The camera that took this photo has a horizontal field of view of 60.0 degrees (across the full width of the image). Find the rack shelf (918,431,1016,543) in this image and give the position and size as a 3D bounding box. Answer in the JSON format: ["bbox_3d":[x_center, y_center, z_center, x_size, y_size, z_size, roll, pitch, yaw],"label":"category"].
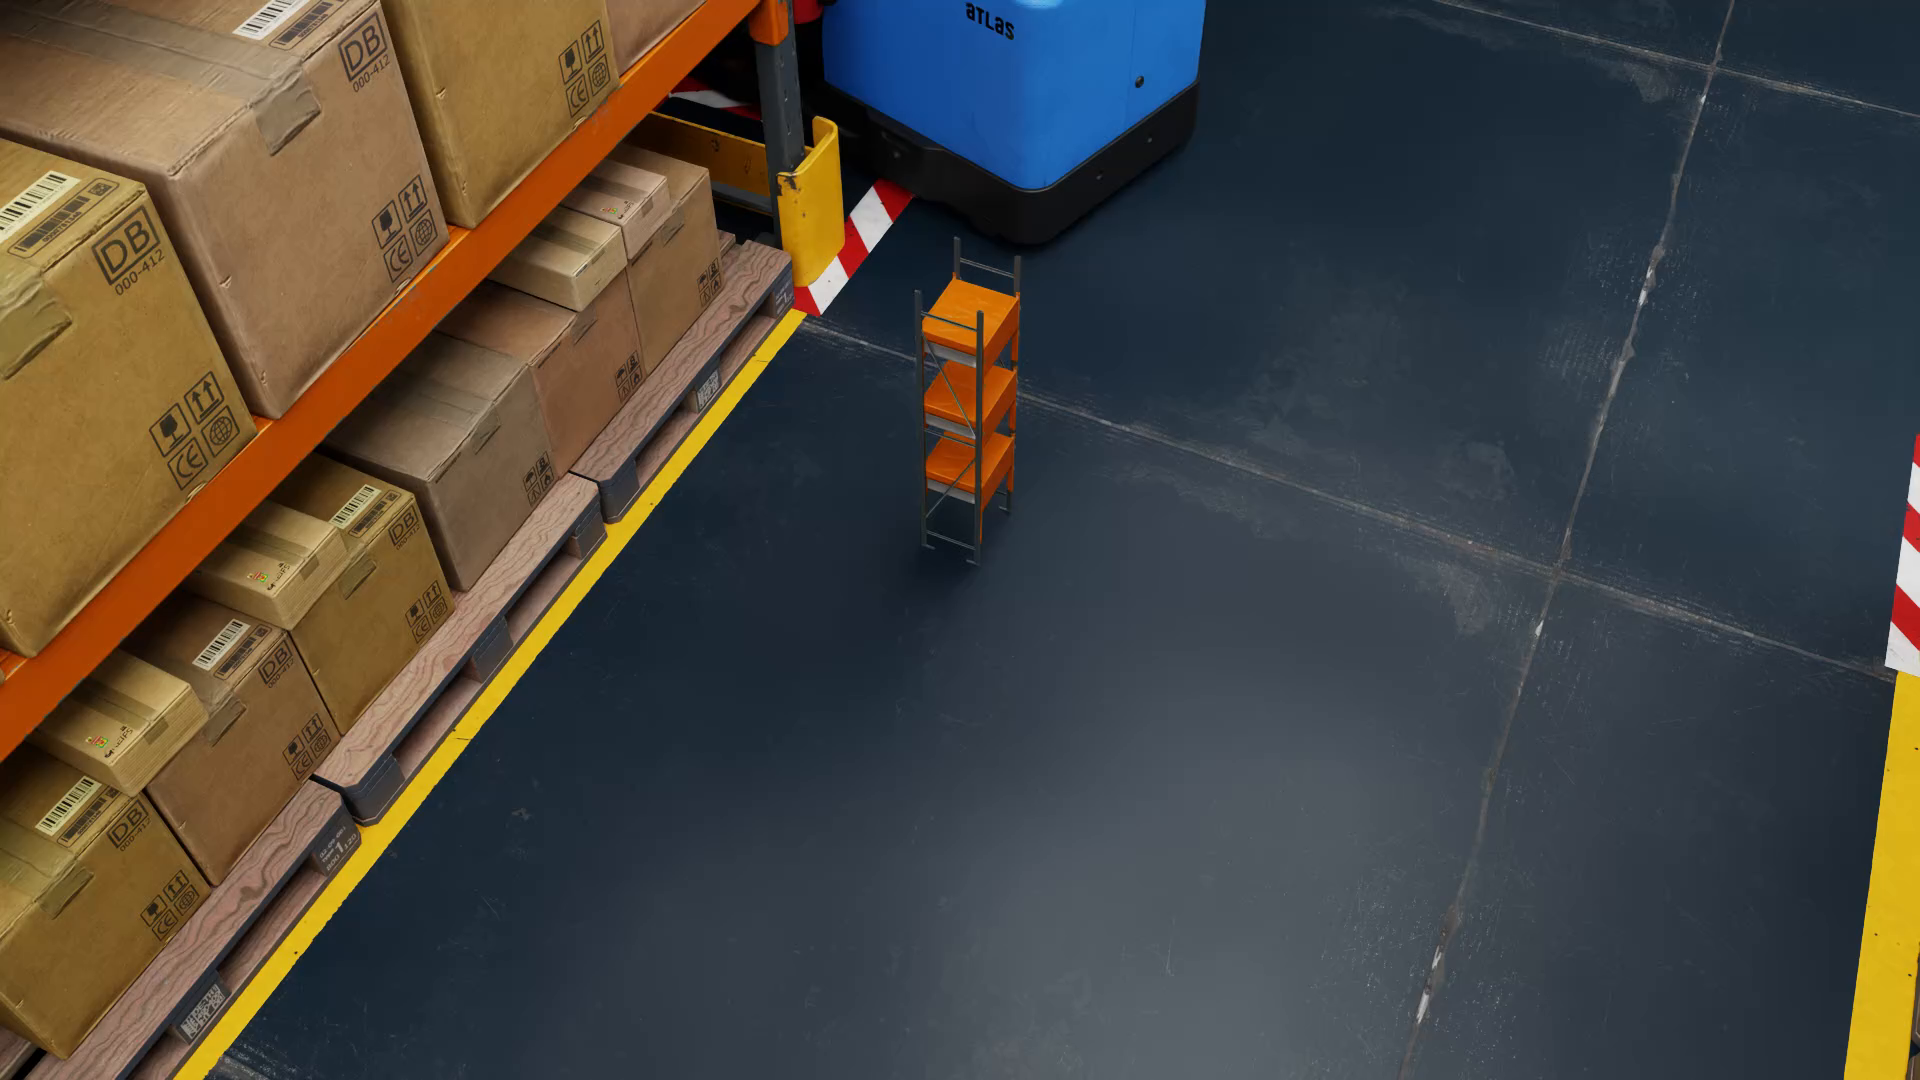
[{"bbox_3d":[0.023,-0.190,5.101,0.215,0.259,0.240,20,52,16],"label":"rack shelf"}]

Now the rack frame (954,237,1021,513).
[{"bbox_3d":[0.075,-0.461,4.953,0.200,1.050,0.008,20,52,16],"label":"rack frame"}]

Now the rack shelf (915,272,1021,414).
[{"bbox_3d":[0.023,-0.554,4.673,0.215,0.259,0.240,20,52,16],"label":"rack shelf"}]

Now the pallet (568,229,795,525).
[{"bbox_3d":[-1.289,-0.683,5.693,1.003,0.211,1.213,20,52,16],"label":"pallet"}]

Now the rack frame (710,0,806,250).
[{"bbox_3d":[-1.018,-2.163,5.121,1.000,3.000,0.127,20,52,16],"label":"rack frame"}]

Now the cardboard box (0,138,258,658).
[{"bbox_3d":[-2.163,-0.375,3.402,0.980,0.700,0.700,19,52,15],"label":"cardboard box"}]

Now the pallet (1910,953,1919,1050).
[{"bbox_3d":[3.090,0.952,4.302,1.003,0.211,1.213,20,52,16],"label":"pallet"}]

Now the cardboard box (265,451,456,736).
[{"bbox_3d":[-1.876,0.086,4.573,0.700,0.500,0.500,21,53,17],"label":"cardboard box"}]

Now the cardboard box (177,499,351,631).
[{"bbox_3d":[-1.780,0.038,4.188,0.380,0.149,0.250,18,52,15],"label":"cardboard box"}]

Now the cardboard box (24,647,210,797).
[{"bbox_3d":[-2.003,0.397,3.882,0.380,0.149,0.250,21,53,17],"label":"cardboard box"}]

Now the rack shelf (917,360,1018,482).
[{"bbox_3d":[0.023,-0.370,4.890,0.215,0.259,0.240,20,52,16],"label":"rack shelf"}]

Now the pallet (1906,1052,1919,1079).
[{"bbox_3d":[2.568,1.789,3.590,1.003,0.211,1.213,20,52,16],"label":"pallet"}]

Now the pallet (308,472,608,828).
[{"bbox_3d":[-1.811,0.154,4.980,1.003,0.211,1.213,20,52,16],"label":"pallet"}]

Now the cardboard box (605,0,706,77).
[{"bbox_3d":[-1.227,-1.906,4.705,0.980,0.700,0.700,22,53,18],"label":"cardboard box"}]

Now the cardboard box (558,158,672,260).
[{"bbox_3d":[-1.117,-1.037,5.102,0.380,0.149,0.250,19,52,16],"label":"cardboard box"}]

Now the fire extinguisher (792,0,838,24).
[{"bbox_3d":[-0.536,-1.971,5.253,0.296,0.674,0.183,20,52,16],"label":"fire extinguisher"}]

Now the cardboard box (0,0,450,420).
[{"bbox_3d":[-1.861,-0.879,3.831,0.980,0.700,0.700,18,52,14],"label":"cardboard box"}]

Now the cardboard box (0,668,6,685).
[{"bbox_3d":[-2.480,0.126,2.976,0.980,0.700,0.700,21,53,17],"label":"cardboard box"}]

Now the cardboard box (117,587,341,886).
[{"bbox_3d":[-2.097,0.439,4.272,0.700,0.500,0.500,19,52,16],"label":"cardboard box"}]

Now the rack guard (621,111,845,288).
[{"bbox_3d":[-1.008,-1.369,6.087,1.175,0.500,0.348,20,52,16],"label":"rack guard"}]

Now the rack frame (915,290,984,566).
[{"bbox_3d":[-0.029,-0.293,4.810,0.200,1.050,0.008,20,52,16],"label":"rack frame"}]

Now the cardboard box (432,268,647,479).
[{"bbox_3d":[-1.440,-0.630,5.182,0.700,0.500,0.500,20,52,16],"label":"cardboard box"}]

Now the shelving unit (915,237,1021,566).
[{"bbox_3d":[0.023,-0.377,4.882,0.215,1.050,0.252,20,52,16],"label":"shelving unit"}]

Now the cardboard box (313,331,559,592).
[{"bbox_3d":[-1.654,-0.283,4.887,0.700,0.500,0.500,18,52,15],"label":"cardboard box"}]

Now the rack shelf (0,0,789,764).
[{"bbox_3d":[-1.872,-0.553,4.223,1.077,0.370,4.000,20,52,16],"label":"rack shelf"}]

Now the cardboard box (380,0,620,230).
[{"bbox_3d":[-1.527,-1.401,4.276,0.980,0.700,0.700,19,52,16],"label":"cardboard box"}]

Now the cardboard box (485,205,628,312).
[{"bbox_3d":[-1.225,-0.861,4.952,0.380,0.149,0.250,21,53,17],"label":"cardboard box"}]

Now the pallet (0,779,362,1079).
[{"bbox_3d":[-2.331,0.997,4.263,1.003,0.211,1.213,20,52,16],"label":"pallet"}]

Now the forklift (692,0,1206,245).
[{"bbox_3d":[-0.510,-3.016,5.892,3.031,2.935,1.130,35,58,26],"label":"forklift"}]

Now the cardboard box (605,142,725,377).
[{"bbox_3d":[-1.226,-0.974,5.475,0.700,0.500,0.500,20,52,16],"label":"cardboard box"}]

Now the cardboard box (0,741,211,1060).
[{"bbox_3d":[-2.314,0.784,3.979,0.700,0.500,0.500,20,53,17],"label":"cardboard box"}]
